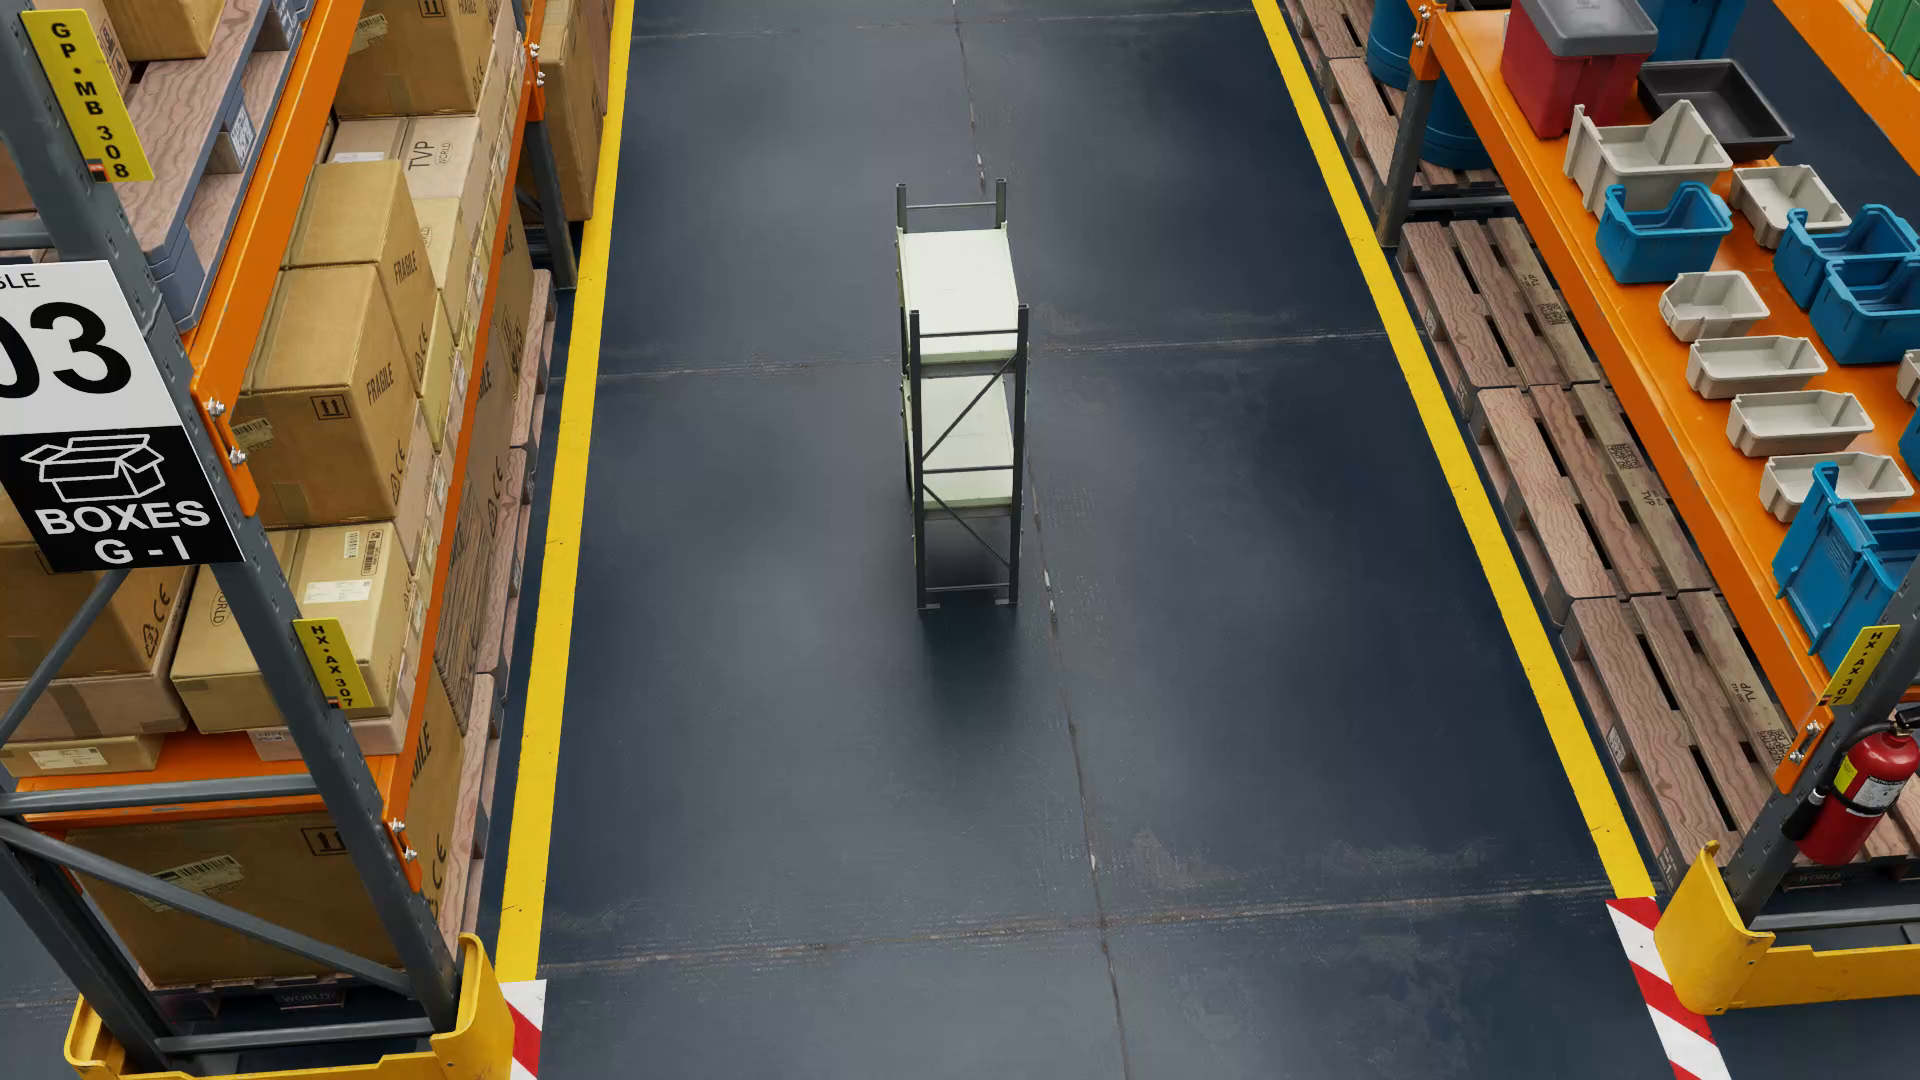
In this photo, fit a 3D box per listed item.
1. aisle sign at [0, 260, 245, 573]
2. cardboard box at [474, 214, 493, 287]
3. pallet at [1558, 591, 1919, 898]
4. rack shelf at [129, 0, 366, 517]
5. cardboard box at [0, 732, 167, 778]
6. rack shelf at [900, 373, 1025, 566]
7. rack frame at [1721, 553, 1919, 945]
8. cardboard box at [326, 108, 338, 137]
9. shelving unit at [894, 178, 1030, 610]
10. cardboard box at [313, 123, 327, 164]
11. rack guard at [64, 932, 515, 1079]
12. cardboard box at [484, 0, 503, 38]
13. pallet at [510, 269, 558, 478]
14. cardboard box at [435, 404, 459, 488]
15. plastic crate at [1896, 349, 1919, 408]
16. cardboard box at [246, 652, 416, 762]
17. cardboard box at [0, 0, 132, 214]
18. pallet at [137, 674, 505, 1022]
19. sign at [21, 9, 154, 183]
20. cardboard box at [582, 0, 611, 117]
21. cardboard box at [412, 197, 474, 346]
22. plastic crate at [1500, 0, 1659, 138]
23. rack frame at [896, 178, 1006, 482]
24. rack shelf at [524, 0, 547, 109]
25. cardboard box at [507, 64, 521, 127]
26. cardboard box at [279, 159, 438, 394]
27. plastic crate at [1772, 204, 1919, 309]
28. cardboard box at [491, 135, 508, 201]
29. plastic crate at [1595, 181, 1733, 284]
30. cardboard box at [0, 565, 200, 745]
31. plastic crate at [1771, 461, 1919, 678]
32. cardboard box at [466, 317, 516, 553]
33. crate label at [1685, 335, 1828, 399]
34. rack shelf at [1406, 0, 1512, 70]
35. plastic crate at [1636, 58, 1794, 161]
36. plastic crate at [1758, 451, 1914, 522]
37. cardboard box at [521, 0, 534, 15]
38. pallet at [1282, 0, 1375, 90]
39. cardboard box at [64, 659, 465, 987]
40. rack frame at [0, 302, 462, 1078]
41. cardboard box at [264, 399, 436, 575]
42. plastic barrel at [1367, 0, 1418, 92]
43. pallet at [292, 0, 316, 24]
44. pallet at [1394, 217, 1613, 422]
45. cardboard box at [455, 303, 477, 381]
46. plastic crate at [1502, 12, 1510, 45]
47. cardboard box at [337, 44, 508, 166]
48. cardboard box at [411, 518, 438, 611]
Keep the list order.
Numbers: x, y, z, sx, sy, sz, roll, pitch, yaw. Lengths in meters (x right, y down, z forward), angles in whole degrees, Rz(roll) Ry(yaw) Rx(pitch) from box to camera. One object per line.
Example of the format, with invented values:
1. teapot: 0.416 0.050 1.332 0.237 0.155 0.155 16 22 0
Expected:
1. aisle sign: -1.713 -0.214 3.233 0.394 0.787 0.004 -3 47 -3
2. cardboard box: -1.893 -1.031 5.970 0.380 0.149 0.250 -4 47 -4
3. pallet: 2.887 0.705 6.073 1.003 0.211 1.213 -3 47 -3
4. rack shelf: -2.186 -1.585 4.751 1.077 0.370 4.000 -3 47 -3
5. cardboard box: -2.376 0.495 4.525 0.380 0.149 0.250 -3 47 -3
6. rack shelf: -0.001 -0.296 6.583 0.431 0.370 0.720 -3 47 -3
7. rack frame: 2.917 0.345 4.494 1.000 3.000 0.127 -3 47 -3
8. cardboard box: -2.538 -1.582 6.218 0.500 0.250 0.500 -4 47 -3
9. shelving unit: -0.001 -0.521 6.347 0.431 1.500 0.755 -3 47 -3
10. cardboard box: -2.486 -1.461 5.586 0.500 0.500 0.500 -5 47 -5
11. rack guard: -2.016 1.523 5.100 1.175 0.500 0.348 -3 47 -3
12. cardboard box: -2.048 -2.240 6.324 0.500 0.500 0.500 -2 47 -2
13. pallet: -2.368 -0.734 7.436 1.003 0.211 1.213 -3 47 -3
14. cardboard box: -1.807 -0.288 5.266 0.380 0.149 0.250 -4 47 -4
15. plastic crate: 3.223 -0.511 5.445 0.250 0.136 0.298 -3 47 -3
16. cardboard box: -1.719 0.456 4.562 0.380 0.149 0.250 -3 47 -3
17. cardboard box: -2.115 -0.971 3.247 0.700 0.500 0.500 -6 47 -6
18. pallet: -2.163 1.031 5.764 1.003 0.211 1.213 -3 47 -3
19. sign: -1.465 -0.742 2.801 0.100 0.325 0.005 -3 47 -3
20. cardboard box: -2.502 -2.770 8.618 1.225 0.875 0.875 -5 47 -5
21. cardboard box: -1.927 -0.885 5.557 0.500 0.250 0.500 -4 47 -4
22. plastic crate: 2.407 -1.930 6.563 0.402 0.464 0.583 -3 47 -3
23. rack frame: -0.031 -0.785 6.597 0.400 1.500 0.023 -3 47 -3
24. rack shelf: -2.521 -3.447 8.581 1.077 0.370 4.000 -3 47 -3
25. cardboard box: -1.979 -1.774 6.674 0.380 0.149 0.250 -3 47 -3
26. cardboard box: -1.881 -0.762 4.924 0.500 0.500 0.500 -5 47 -4
27. plastic crate: 3.089 -0.986 5.829 0.416 0.233 0.300 -3 47 -3
28. cardboard box: -1.937 -1.403 6.322 0.380 0.149 0.250 -3 47 -3
29. plastic crate: 2.490 -1.088 5.925 0.416 0.233 0.300 -3 47 -3
30. cardboard box: -2.323 0.261 4.472 0.500 0.250 0.500 -4 47 -4
31. plastic crate: 2.703 0.082 4.678 0.616 0.435 0.499 -3 47 -3
32. cardboard box: -2.302 -0.528 6.495 0.875 0.875 0.875 -3 47 -3
33. crate label: 2.611 -0.574 5.505 0.396 0.136 0.243 -3 47 -3
34. rack shelf: 2.415 -3.748 8.866 1.077 0.370 4.000 -3 47 -3
35. plastic crate: 2.944 -1.681 6.561 0.437 0.125 0.590 -3 47 -3
36. plastic crate: 2.668 -0.164 5.116 0.396 0.136 0.243 -3 47 -3
37. cardboard box: -2.143 -2.630 7.243 0.500 0.500 0.500 -3 47 -3
38. pallet: 2.454 -3.035 9.616 1.003 0.211 1.213 -3 47 -3
39. cardboard box: -2.152 0.774 5.261 0.875 0.875 0.875 -3 47 -3
40. rack frame: -2.018 0.646 4.208 1.000 3.000 0.127 -3 47 -3
41. cardboard box: -1.840 -0.144 4.855 0.500 0.250 0.500 -4 47 -4
42. plastic barrel: 2.494 -2.879 8.703 0.600 0.901 0.708 -3 47 -3
43. pallet: -2.196 -1.775 4.497 1.003 0.211 1.213 -3 47 -3
44. pallet: 2.683 -1.060 7.745 1.003 0.211 1.213 -3 47 -3
45. cardboard box: -1.849 -0.657 5.616 0.380 0.149 0.250 -5 47 -4
46. plastic crate: 2.479 -2.133 6.981 0.396 0.136 0.243 -3 47 -3
47. cardboard box: -2.009 -1.621 6.254 0.500 0.250 0.500 -2 47 -2
48. cardboard box: -1.764 0.085 4.913 0.380 0.149 0.250 -4 47 -4
